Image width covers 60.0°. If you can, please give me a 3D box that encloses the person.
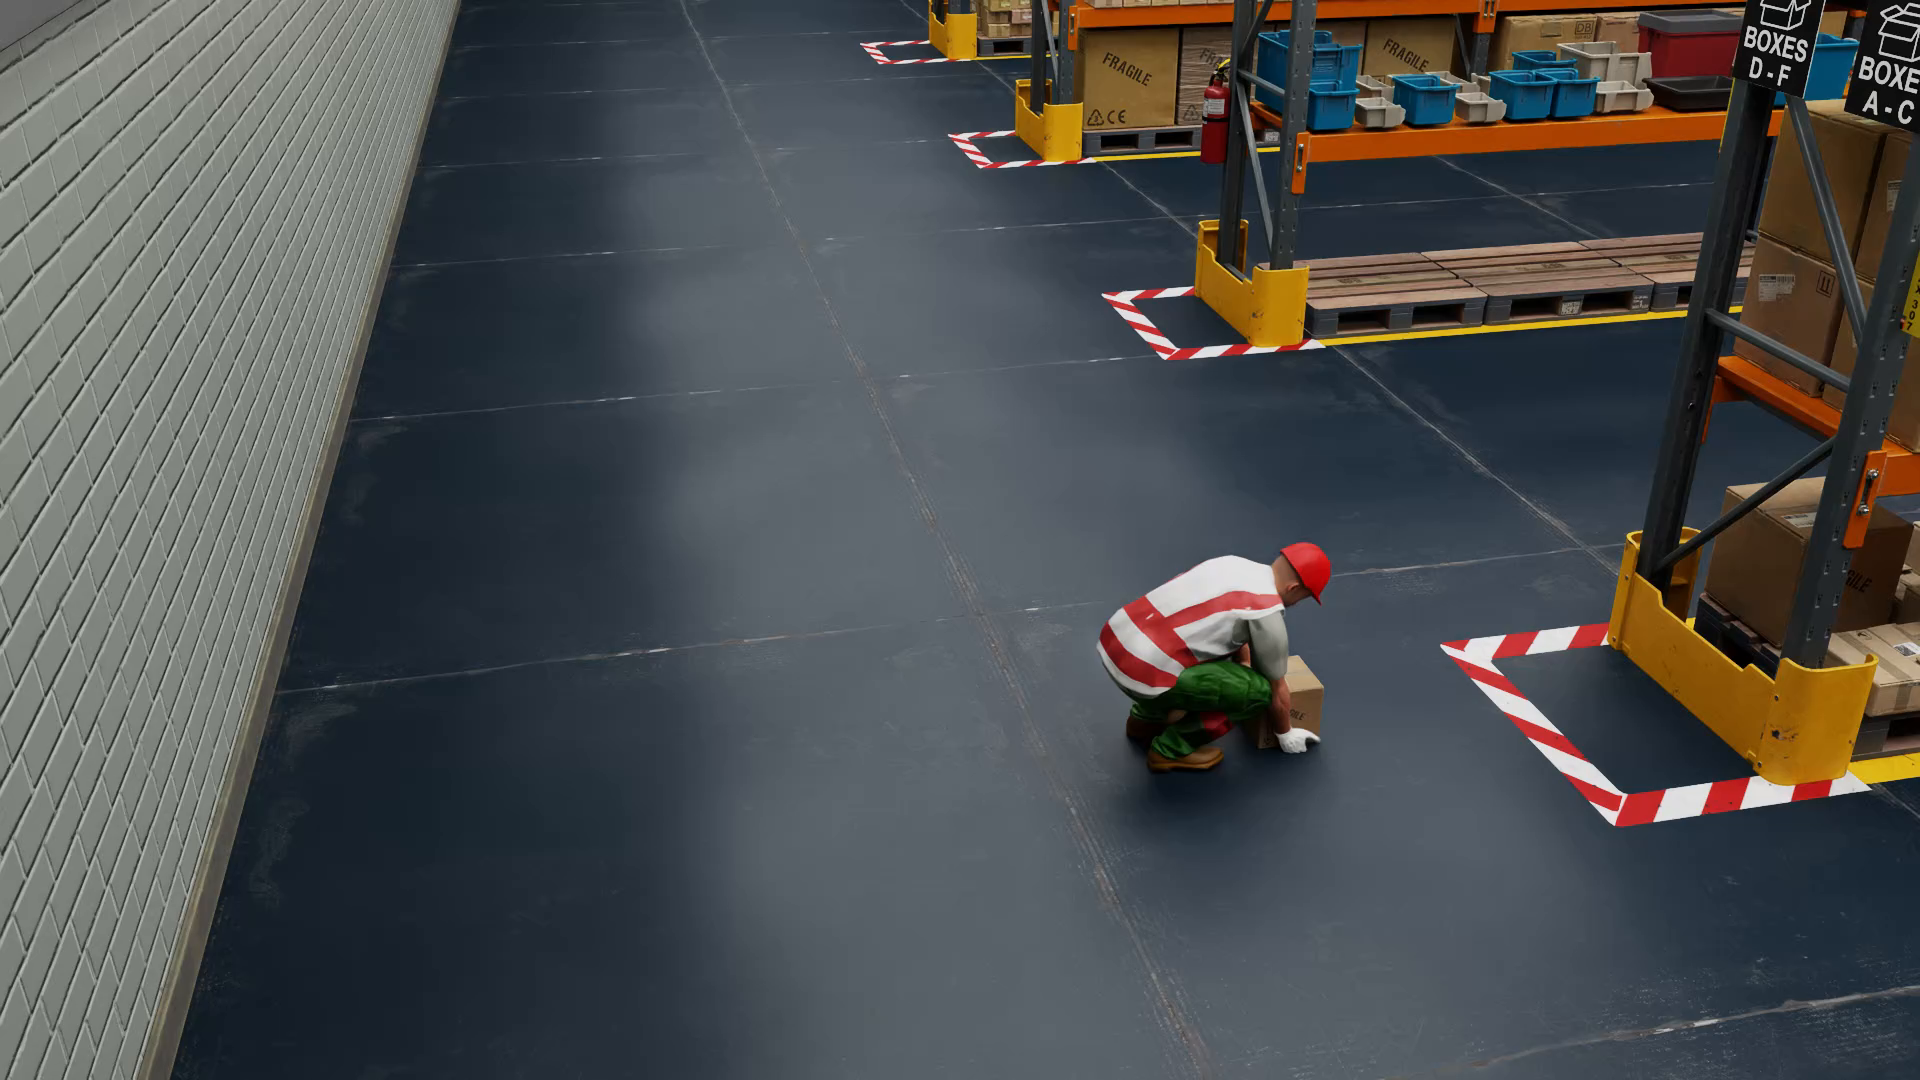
[{"bbox_3d":[0.978,0.472,6.372,0.919,0.885,0.553,-6,27,-12],"label":"person"}]
